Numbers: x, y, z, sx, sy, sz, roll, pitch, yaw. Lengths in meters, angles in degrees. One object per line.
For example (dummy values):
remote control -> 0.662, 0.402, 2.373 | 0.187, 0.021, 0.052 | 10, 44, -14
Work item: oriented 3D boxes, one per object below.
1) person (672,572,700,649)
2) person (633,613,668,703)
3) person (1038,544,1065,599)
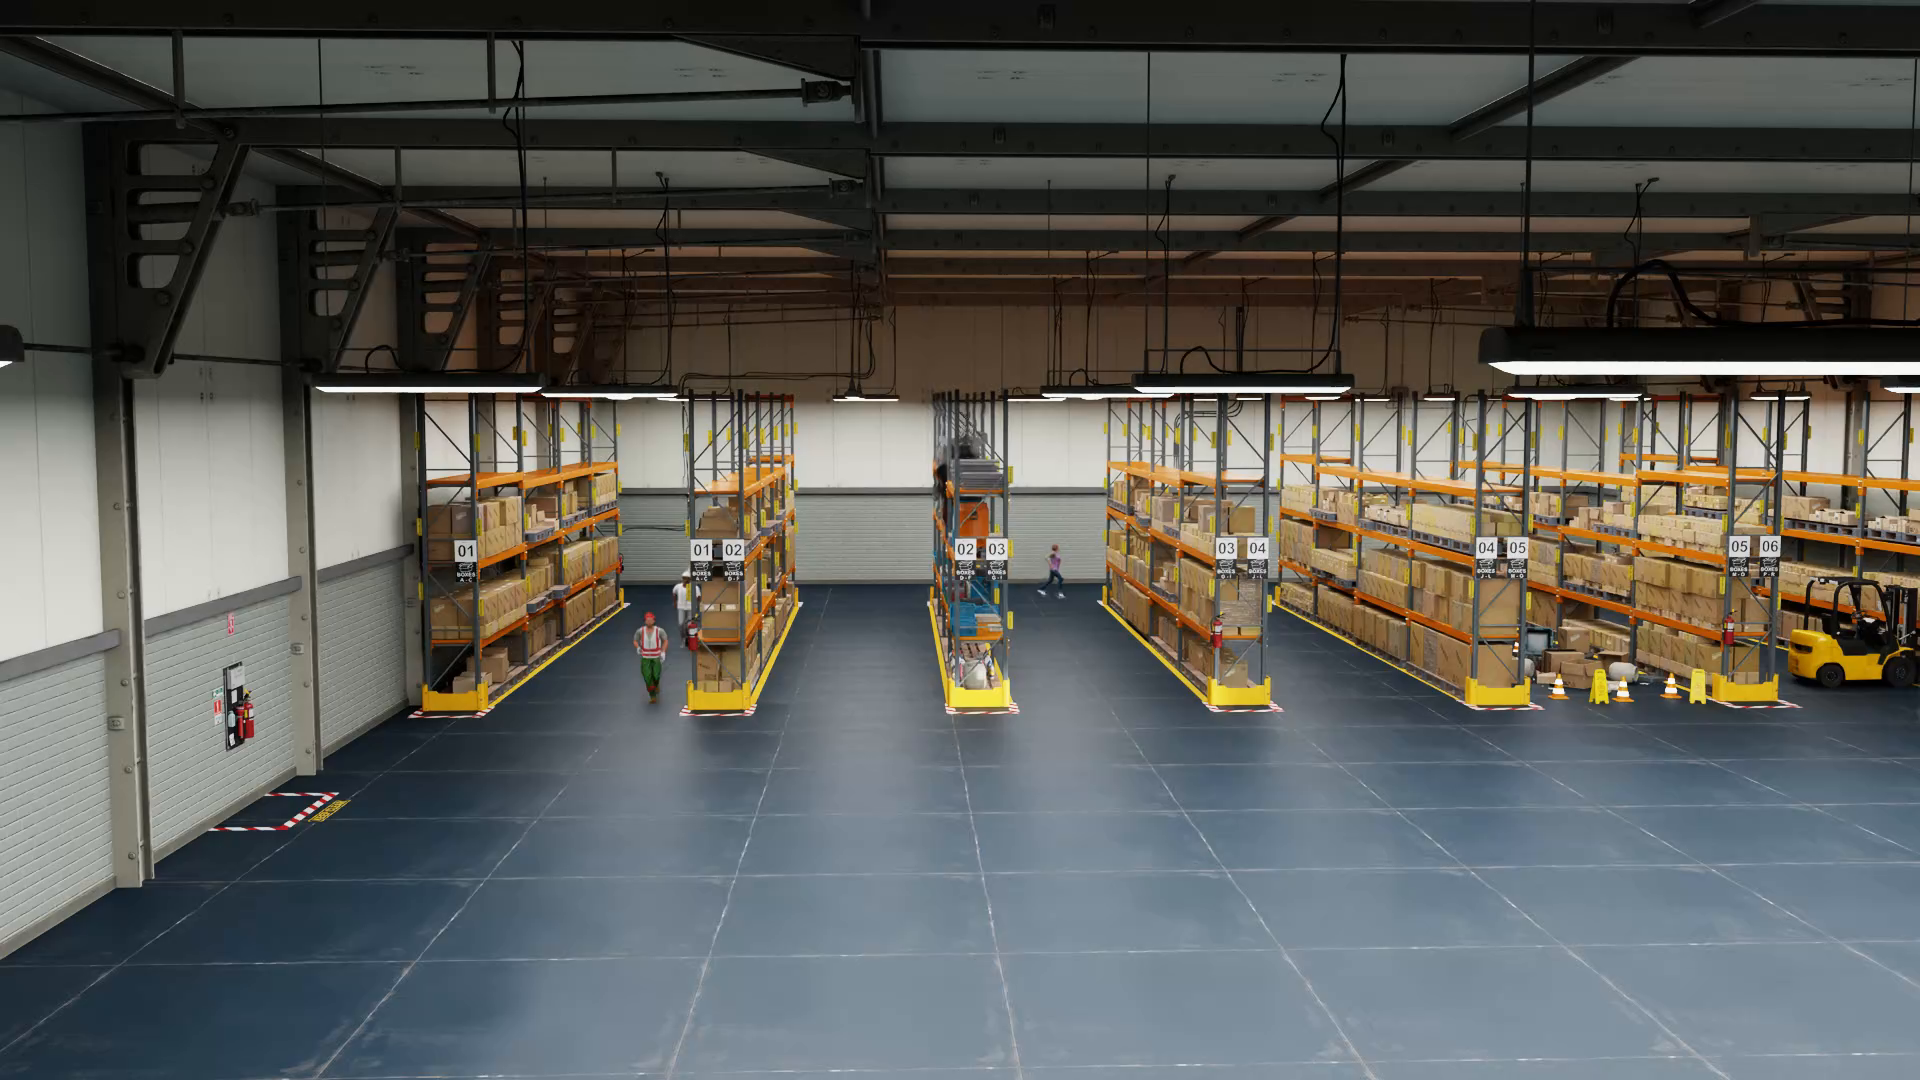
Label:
person -> -6.446, 1.659, 39.132 | 0.674, 1.813, 0.703 | 0, 5, -6
person -> -5.944, 2.260, 31.926 | 0.660, 1.744, 0.614 | 0, 5, -3
person -> 2.727, 0.922, 49.277 | 0.825, 1.638, 0.509 | 1, 5, 9
